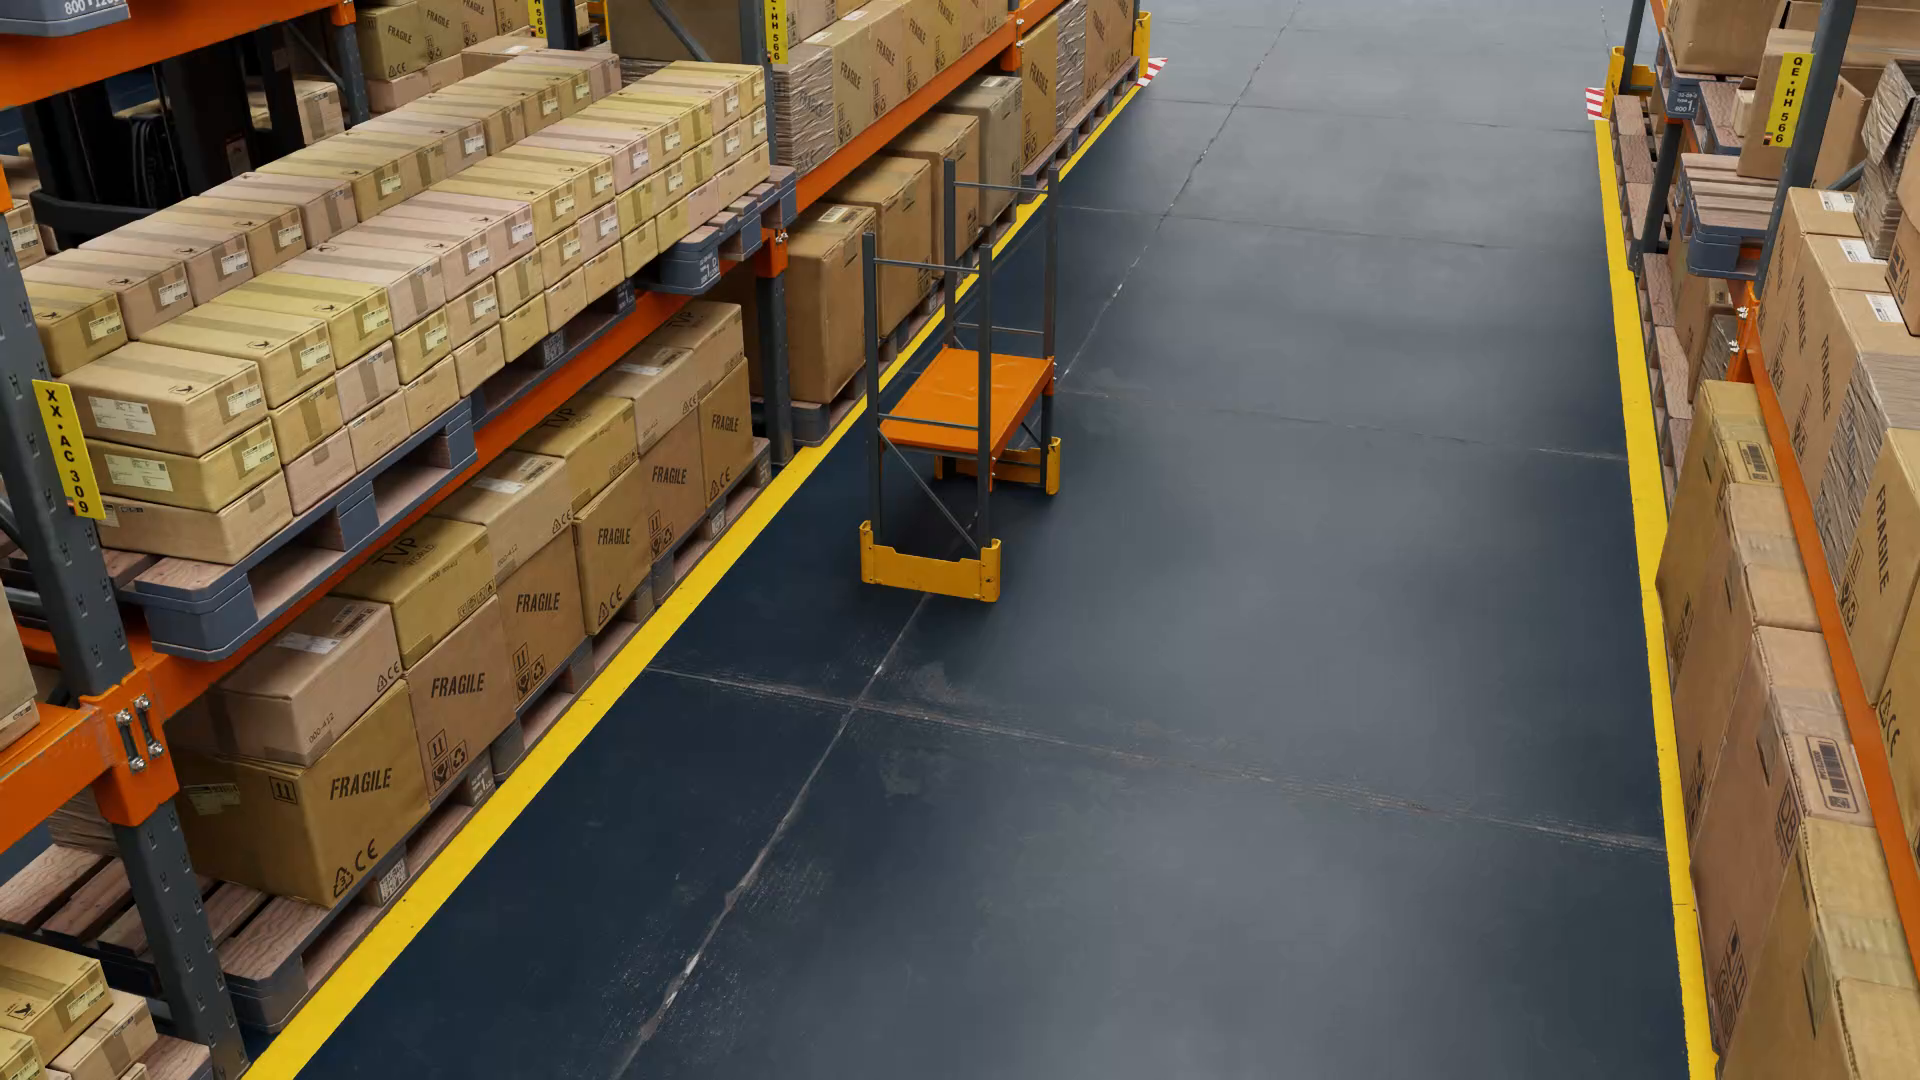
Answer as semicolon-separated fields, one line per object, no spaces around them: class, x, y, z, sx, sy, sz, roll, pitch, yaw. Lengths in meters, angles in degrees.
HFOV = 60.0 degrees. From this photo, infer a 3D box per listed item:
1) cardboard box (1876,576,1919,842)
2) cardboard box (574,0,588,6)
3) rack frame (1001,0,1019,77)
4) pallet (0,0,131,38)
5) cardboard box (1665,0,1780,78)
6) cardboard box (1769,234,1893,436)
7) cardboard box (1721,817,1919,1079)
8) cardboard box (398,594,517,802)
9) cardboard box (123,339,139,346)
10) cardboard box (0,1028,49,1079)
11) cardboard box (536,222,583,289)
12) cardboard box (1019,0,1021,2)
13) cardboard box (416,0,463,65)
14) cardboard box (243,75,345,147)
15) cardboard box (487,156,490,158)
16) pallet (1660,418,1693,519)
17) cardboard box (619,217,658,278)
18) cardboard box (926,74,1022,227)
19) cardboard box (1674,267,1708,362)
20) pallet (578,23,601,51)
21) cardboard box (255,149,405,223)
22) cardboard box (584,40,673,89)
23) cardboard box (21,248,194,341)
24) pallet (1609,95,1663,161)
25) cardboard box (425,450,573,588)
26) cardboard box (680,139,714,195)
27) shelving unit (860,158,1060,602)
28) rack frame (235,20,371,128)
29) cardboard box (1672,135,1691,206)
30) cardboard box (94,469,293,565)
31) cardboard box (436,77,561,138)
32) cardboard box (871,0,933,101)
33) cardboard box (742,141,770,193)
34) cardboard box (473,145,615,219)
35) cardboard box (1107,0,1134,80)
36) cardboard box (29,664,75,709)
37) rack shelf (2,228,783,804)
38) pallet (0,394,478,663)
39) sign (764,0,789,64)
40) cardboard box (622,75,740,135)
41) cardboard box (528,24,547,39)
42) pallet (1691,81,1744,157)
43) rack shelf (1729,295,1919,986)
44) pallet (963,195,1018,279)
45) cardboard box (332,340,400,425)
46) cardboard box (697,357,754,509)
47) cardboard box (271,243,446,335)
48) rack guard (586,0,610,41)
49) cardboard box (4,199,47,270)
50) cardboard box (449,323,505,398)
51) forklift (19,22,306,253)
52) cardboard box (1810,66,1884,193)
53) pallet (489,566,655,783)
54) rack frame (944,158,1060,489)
cardboard box;2.276;0.336;3.458;0.500;0.500;0.500;9;30;16
cardboard box;-3.689;-5.026;14.824;0.500;0.500;0.500;9;30;15
rack frame;-0.115;-3.608;10.649;1.000;3.000;0.127;8;30;15
pallet;-2.181;-1.390;3.771;1.213;0.211;1.003;8;30;15
cardboard box;4.229;-2.949;8.417;1.000;1.000;1.000;9;30;15
cardboard box;2.870;-0.611;5.159;0.500;0.500;0.500;8;30;14
cardboard box;2.417;1.310;3.564;1.225;0.875;0.875;9;30;15
cardboard box;-1.840;0.467;5.464;0.500;0.500;0.500;10;31;17
cardboard box;-2.384;-0.544;4.663;0.380;0.149;0.250;10;31;17
cardboard box;-2.356;1.239;3.825;0.380;0.149;0.250;9;30;15
cardboard box;-1.451;-0.938;5.371;0.380;0.149;0.250;8;30;14
cardboard box;-0.019;-3.846;10.924;0.875;0.550;0.550;8;30;15
cardboard box;-4.300;-4.063;13.093;0.500;0.500;0.500;10;31;17
cardboard box;-5.029;-3.058;11.933;0.950;0.372;0.625;9;30;16
cardboard box;-1.850;-1.388;6.181;0.380;0.149;0.250;9;30;15
pallet;3.653;-0.138;7.282;1.003;0.211;1.213;8;30;15
cardboard box;-1.299;-1.052;5.882;0.380;0.149;0.250;7;30;13
cardboard box;-0.212;-2.507;10.553;1.050;0.750;0.750;8;30;15
cardboard box;4.074;-1.191;8.425;0.700;0.500;0.500;6;30;11
pallet;-3.998;-4.499;15.121;1.003;0.211;1.213;8;30;15
cardboard box;-2.071;-1.169;5.480;0.380;0.149;0.250;8;30;14
cardboard box;-1.414;-2.040;7.729;0.500;0.500;0.500;8;30;15
cardboard box;-2.377;-0.683;4.606;0.380;0.149;0.250;8;30;13
pallet;5.476;-3.085;12.579;1.003;0.211;1.213;8;30;15
cardboard box;-1.686;-0.099;5.710;0.500;0.250;0.500;10;31;17
cardboard box;-1.151;-1.411;6.221;0.380;0.149;0.250;9;30;16
shelving unit;0.022;-0.691;6.949;0.587;1.500;1.083;8;30;15
rack frame;-4.877;-4.267;11.835;1.000;3.000;0.127;8;30;15
cardboard box;4.913;-2.391;10.603;0.500;0.500;0.500;19;34;30
cardboard box;-1.908;-0.081;4.136;0.380;0.149;0.250;7;30;12
cardboard box;-1.763;-1.657;6.357;0.380;0.149;0.250;8;30;15
cardboard box;-0.456;-2.665;8.852;0.500;0.500;0.500;8;30;14
cardboard box;-0.995;-1.528;6.737;0.380;0.149;0.250;9;30;16
cardboard box;-1.377;-1.189;5.516;0.380;0.149;0.250;10;31;17
cardboard box;0.923;-4.397;13.822;0.875;0.875;0.875;9;30;15
cardboard box;-2.487;0.309;4.977;0.500;0.250;0.500;8;30;14
rack shelf;-1.877;-0.505;5.812;1.077;0.370;4.000;8;30;15
pallet;-2.100;-0.140;4.614;1.003;0.211;1.213;8;30;15
sign;-0.768;-2.147;6.914;0.100;0.325;0.005;8;30;15
cardboard box;-1.071;-1.673;6.386;0.380;0.149;0.250;8;30;14
cardboard box;-3.843;-4.454;14.568;0.500;0.250;0.500;9;30;15
pallet;3.964;-1.836;7.662;1.003;0.211;1.213;8;30;15
rack shelf;2.835;0.250;4.455;1.077;0.370;4.000;8;30;15
pallet;-0.270;-2.020;10.663;1.003;0.211;1.213;8;30;15
cardboard box;-1.759;-0.452;4.497;0.380;0.149;0.250;9;30;16
cardboard box;-1.233;-0.497;7.197;0.500;0.500;0.500;8;30;15
cardboard box;-1.679;-0.706;4.648;0.380;0.149;0.250;8;30;14
rack guard;-3.725;-4.998;15.720;1.175;0.500;0.348;8;30;15
cardboard box;-5.876;-1.704;9.499;0.950;0.372;0.625;6;30;11
cardboard box;-1.606;-0.561;4.999;0.380;0.149;0.250;7;30;13
forklift;-3.284;-1.799;7.470;1.130;2.935;3.031;7;30;13
cardboard box;3.543;-1.478;6.286;0.500;0.500;0.500;5;29;9
pallet;-1.880;0.398;6.317;1.003;0.211;1.213;8;30;15
rack frame;0.174;-0.931;7.381;0.500;1.500;0.032;8;30;15
